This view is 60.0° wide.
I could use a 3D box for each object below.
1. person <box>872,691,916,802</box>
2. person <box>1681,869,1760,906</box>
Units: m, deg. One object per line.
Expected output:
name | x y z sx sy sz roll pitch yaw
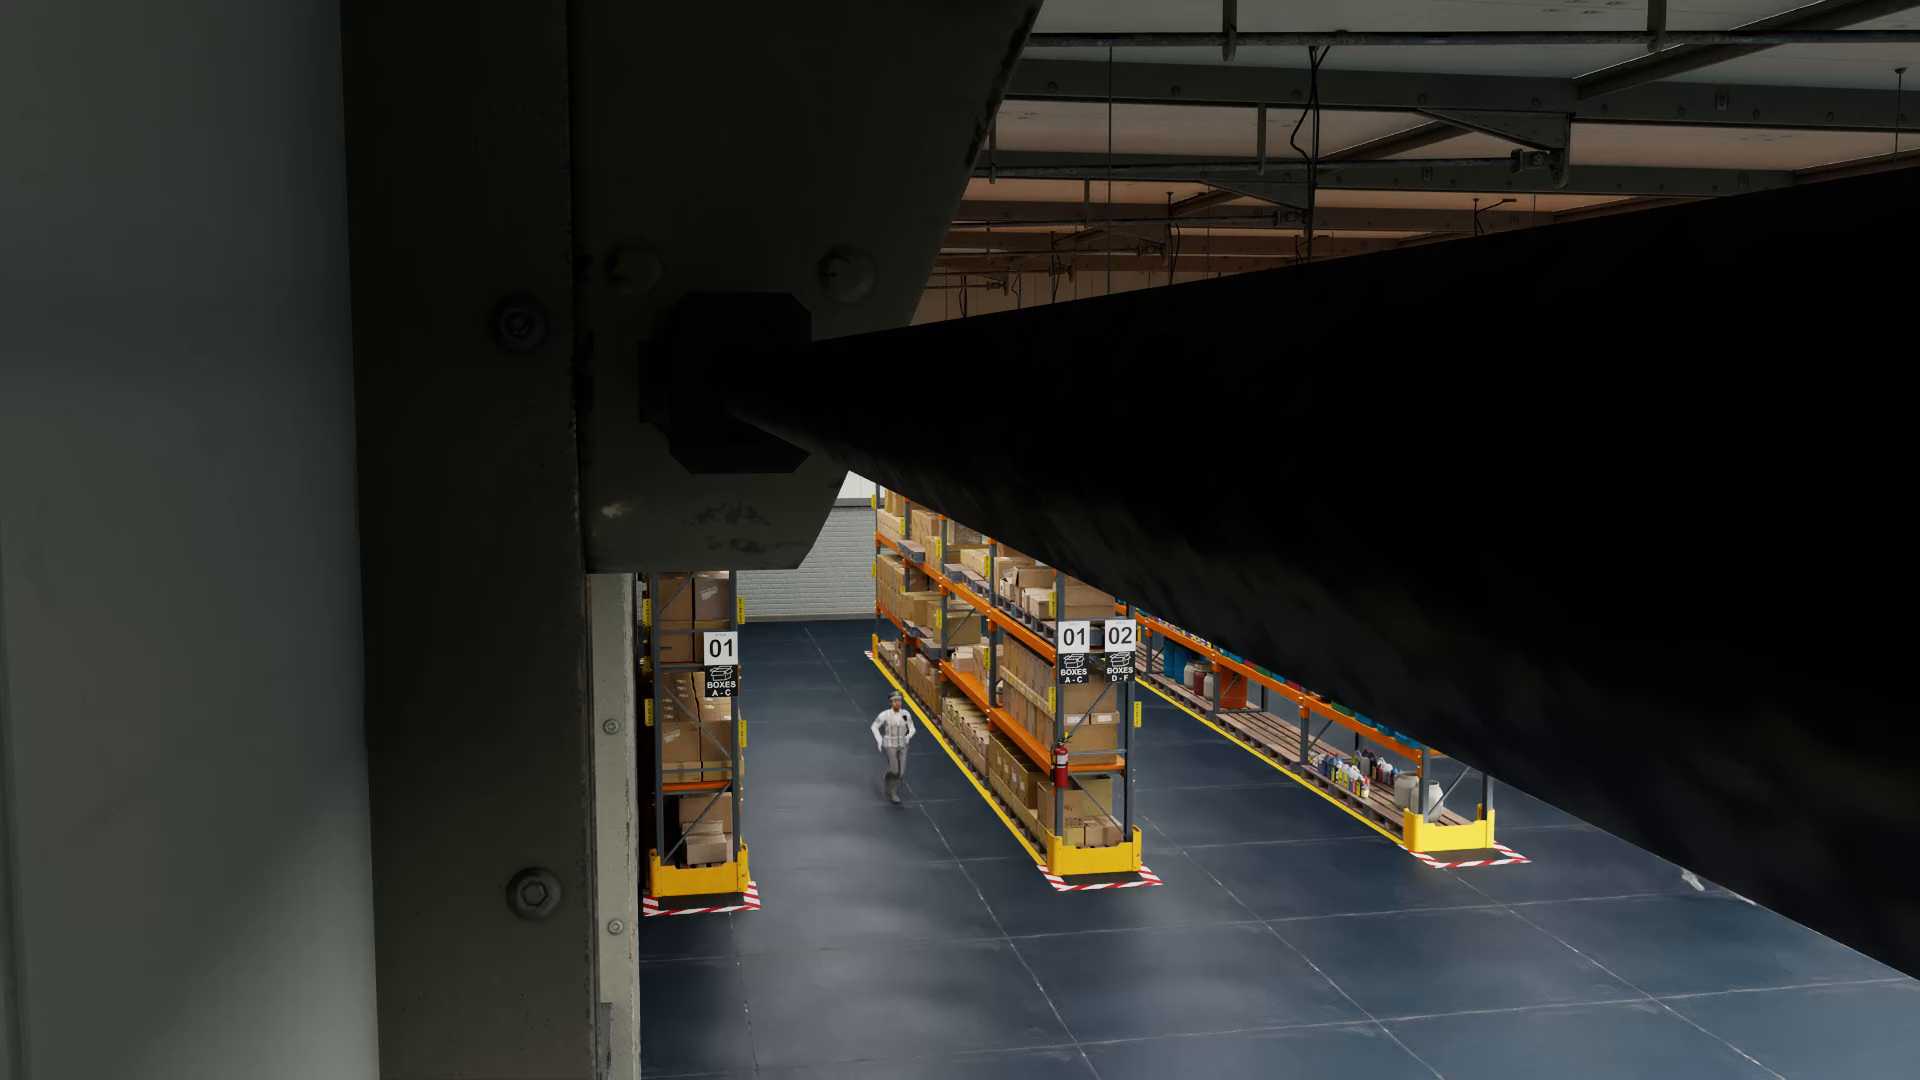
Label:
person | -0.922 3.021 24.231 0.612 1.650 0.550 -2 6 -20
person | 9.120 3.411 19.850 0.894 1.798 0.643 2 6 21
